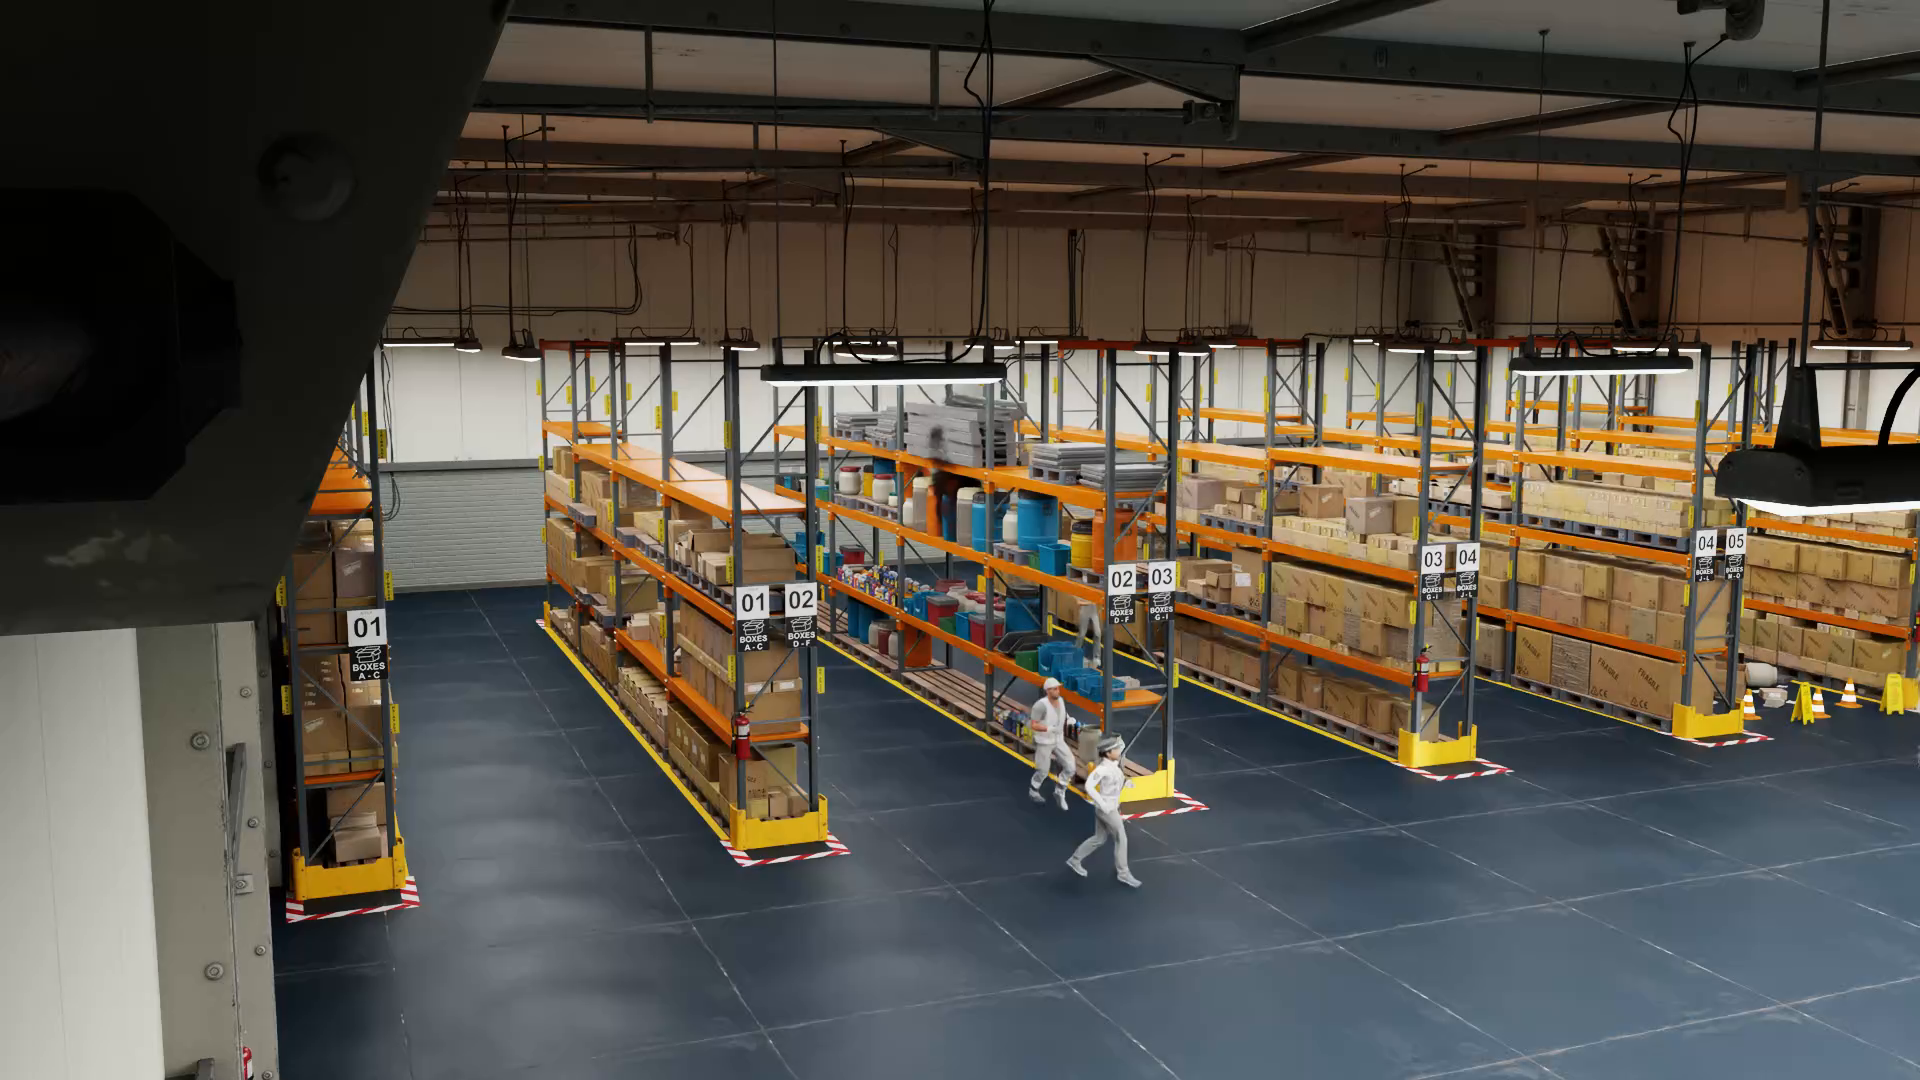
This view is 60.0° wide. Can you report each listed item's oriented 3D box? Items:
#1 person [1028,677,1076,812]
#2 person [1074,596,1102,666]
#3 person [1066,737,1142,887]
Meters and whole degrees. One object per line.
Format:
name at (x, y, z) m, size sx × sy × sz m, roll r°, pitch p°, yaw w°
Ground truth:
person at (1.181, 2.653, 21.662) m, size 0.674 × 1.778 × 0.800 m, roll -5°, pitch 9°, yaw -33°
person at (2.397, 1.451, 31.099) m, size 0.543 × 1.711 × 0.844 m, roll -3°, pitch 8°, yaw -22°
person at (1.646, 3.056, 18.829) m, size 0.848 × 1.719 × 0.596 m, roll 1°, pitch 7°, yaw 7°
